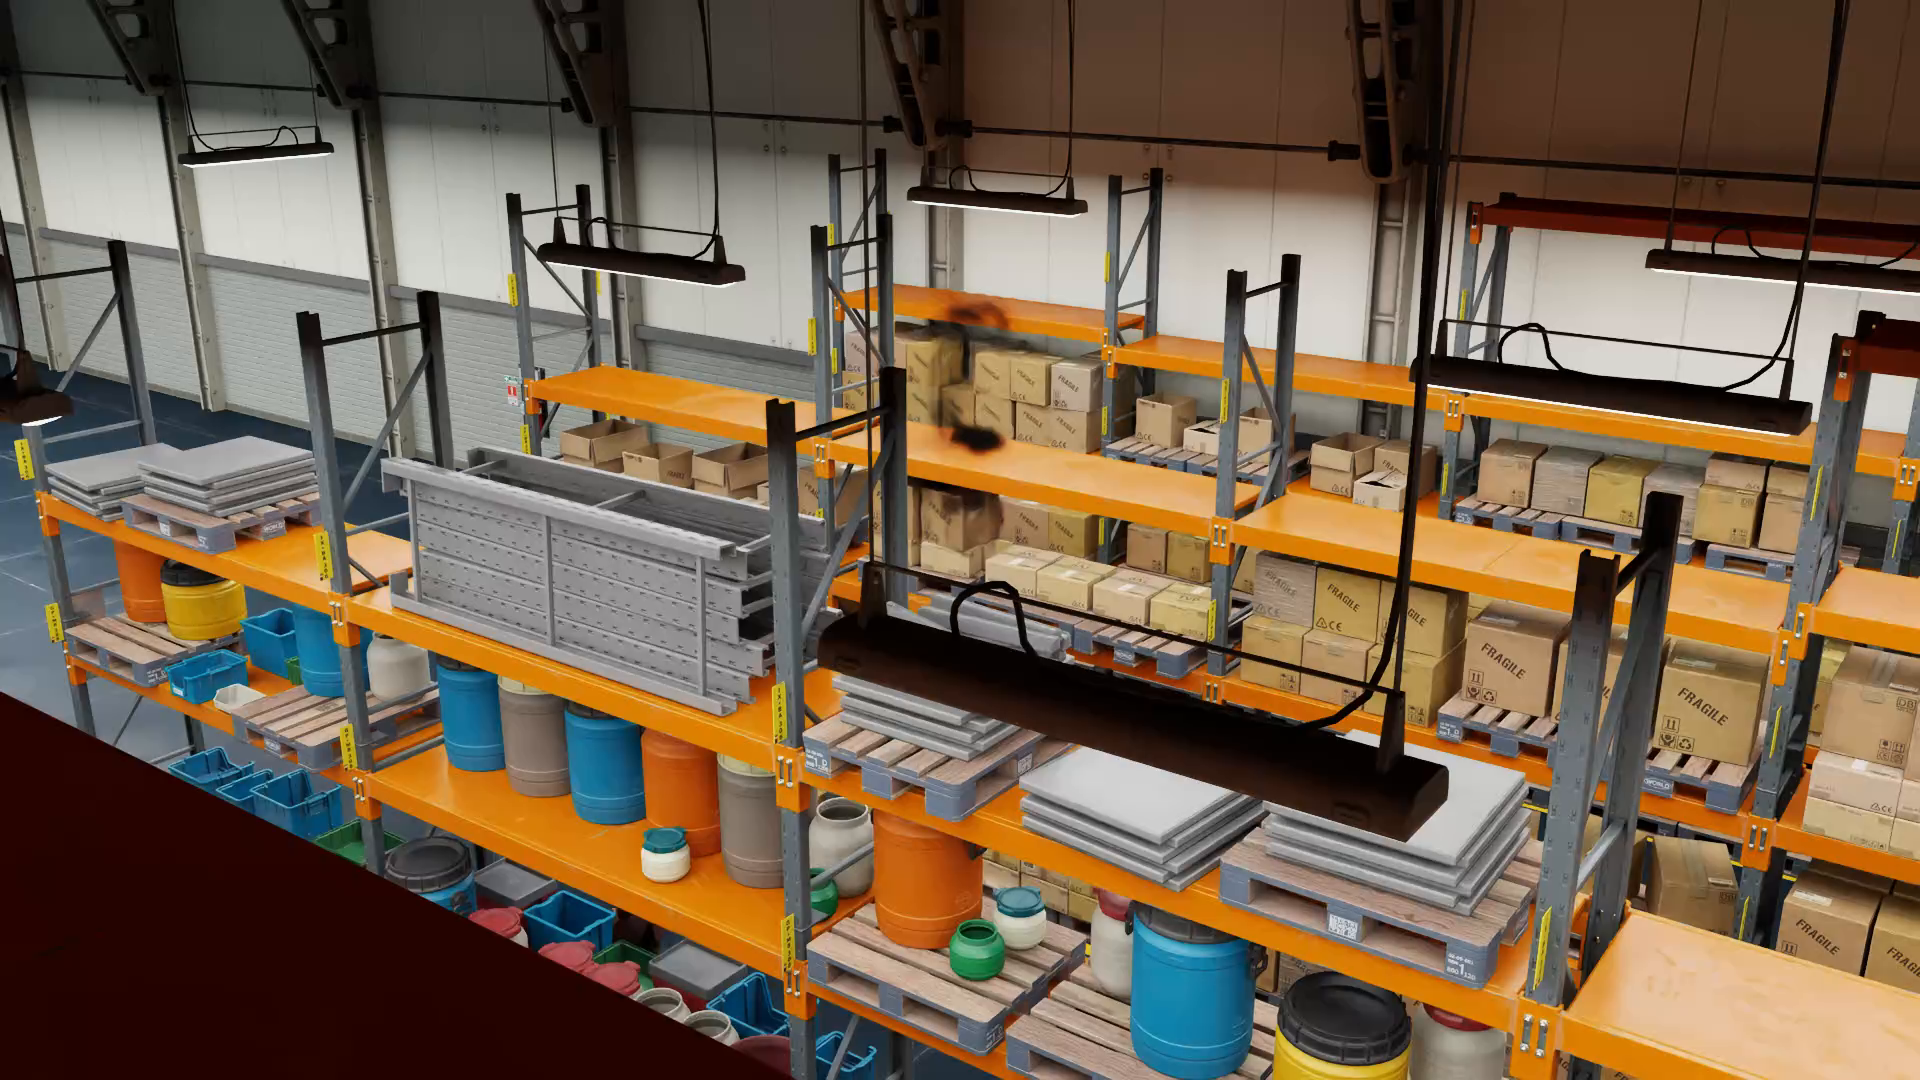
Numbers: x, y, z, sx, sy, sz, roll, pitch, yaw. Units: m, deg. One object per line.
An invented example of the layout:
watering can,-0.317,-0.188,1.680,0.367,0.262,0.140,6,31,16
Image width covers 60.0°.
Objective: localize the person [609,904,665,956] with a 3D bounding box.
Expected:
person,-2.568,3.026,13.224,0.916,1.828,0.697,11,21,30
